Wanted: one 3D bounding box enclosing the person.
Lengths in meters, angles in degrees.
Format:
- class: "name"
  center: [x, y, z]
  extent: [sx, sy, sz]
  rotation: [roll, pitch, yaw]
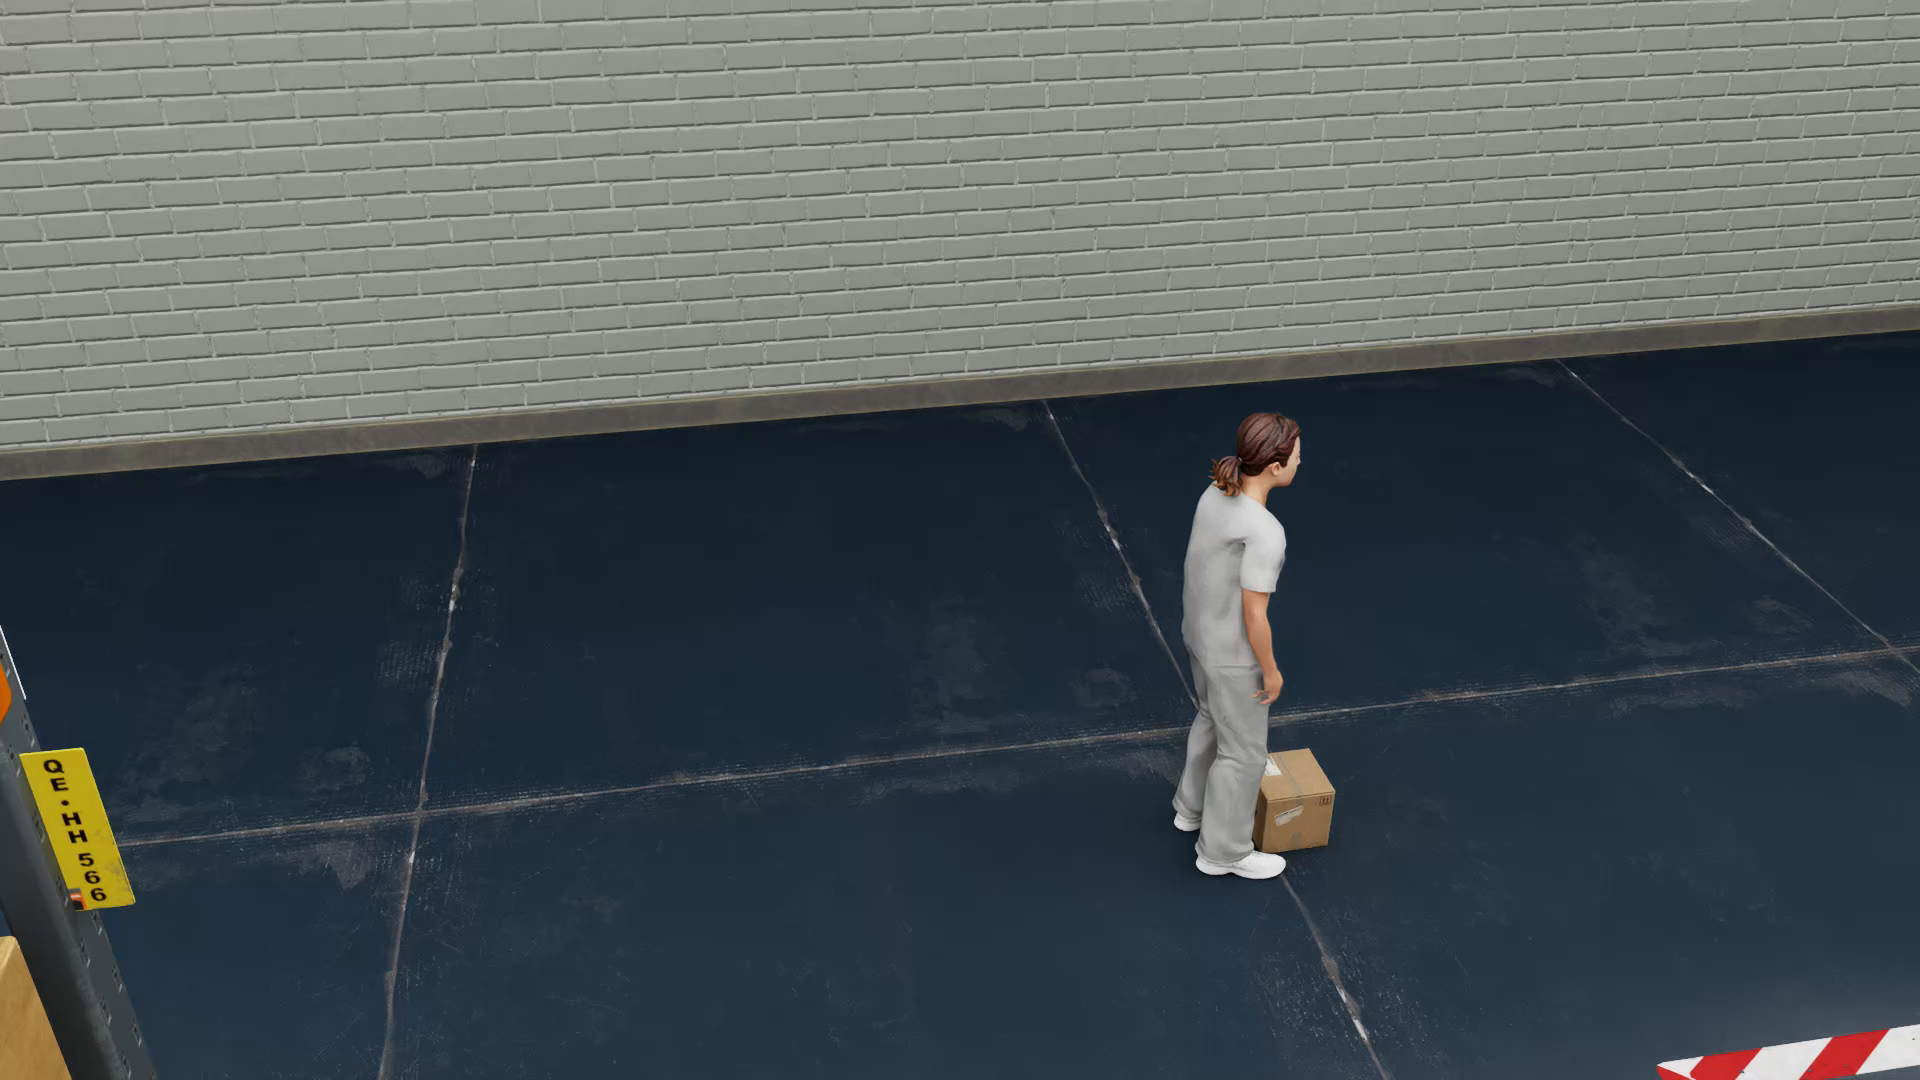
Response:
- class: "person"
  center: [0.922, 0.350, 5.546]
  extent: [0.349, 1.672, 0.501]
  rotation: [-6, 31, -10]
